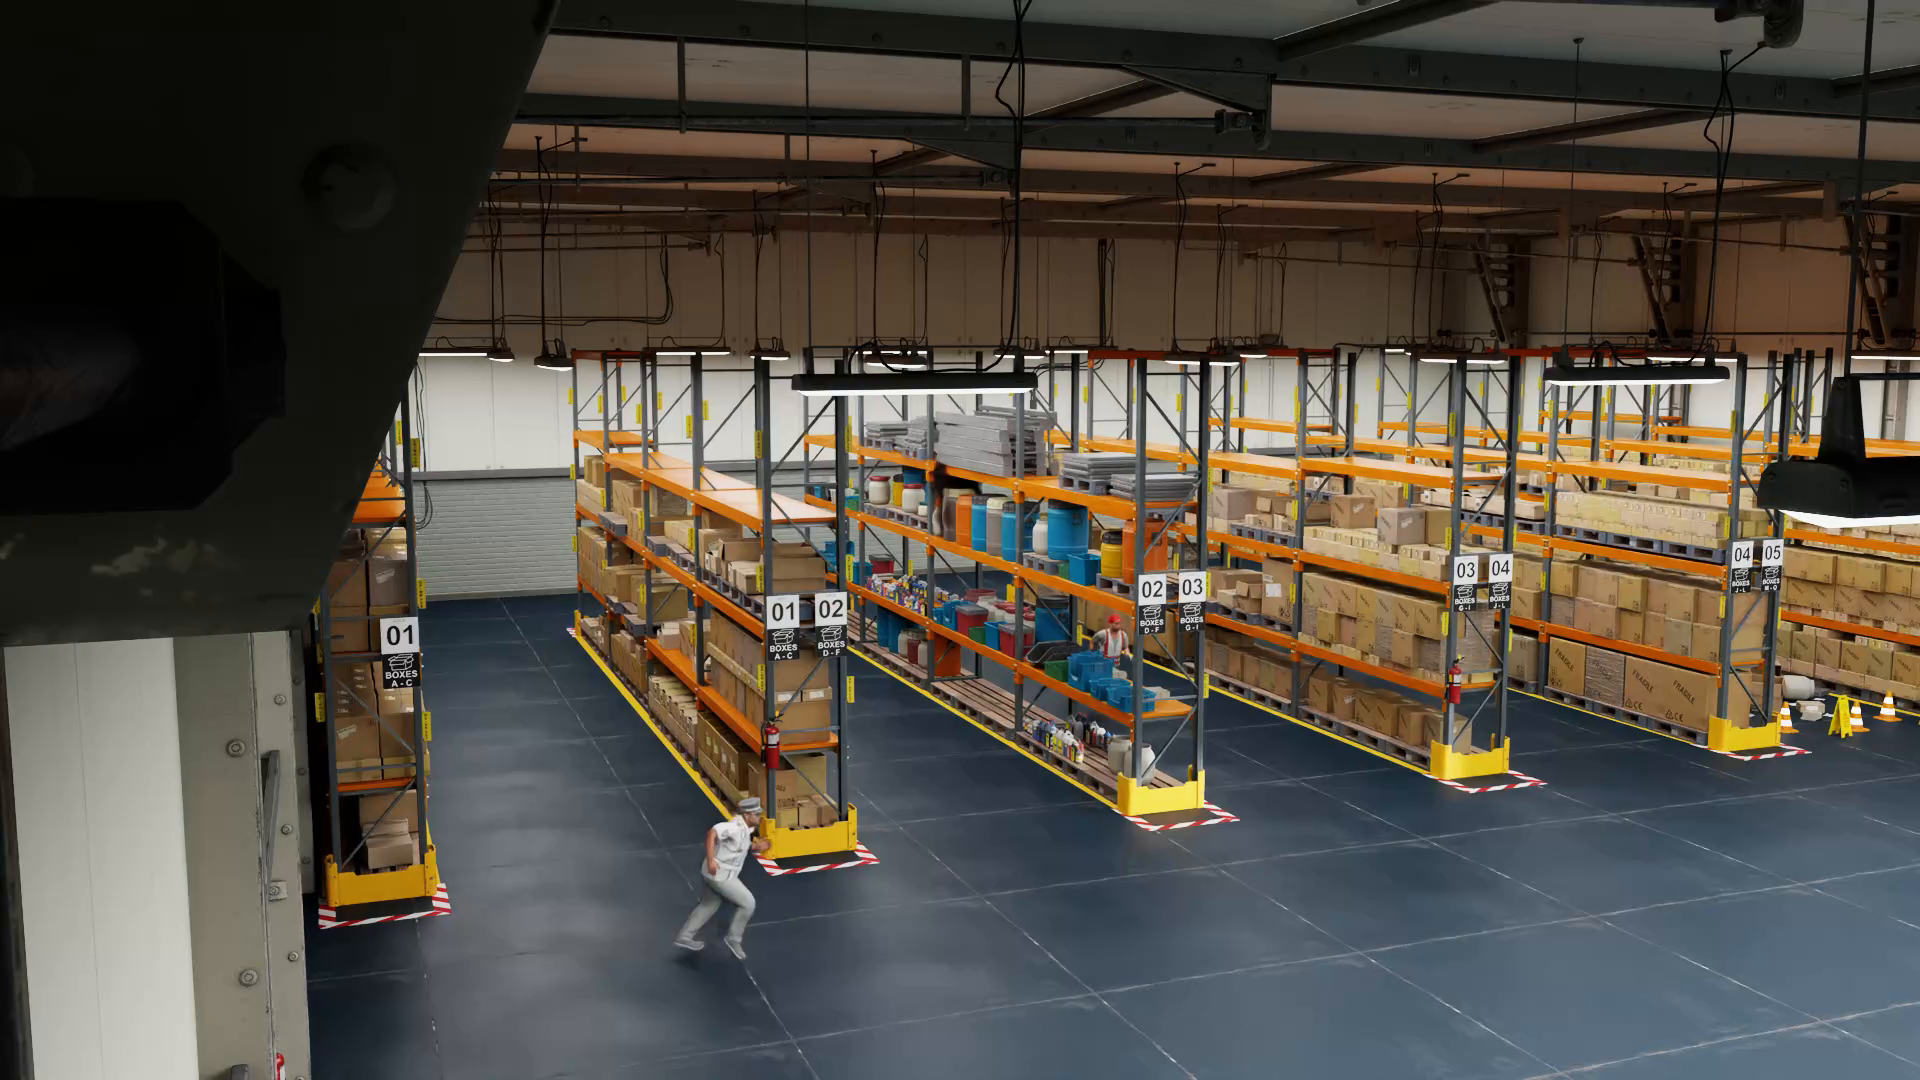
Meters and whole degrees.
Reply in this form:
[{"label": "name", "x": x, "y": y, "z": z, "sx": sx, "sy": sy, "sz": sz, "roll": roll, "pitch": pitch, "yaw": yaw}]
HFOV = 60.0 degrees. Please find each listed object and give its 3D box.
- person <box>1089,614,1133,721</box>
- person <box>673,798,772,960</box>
[{"label": "person", "x": 2.432, "y": 2.042, "z": 27.179, "sx": 0.667, "sy": 1.732, "sz": 1.065, "roll": -4, "pitch": 8, "yaw": -29}, {"label": "person", "x": -2.410, "y": 3.445, "z": 16.841, "sx": 1.014, "sy": 1.701, "sz": 0.689, "roll": 0, "pitch": 7, "yaw": 0}]
